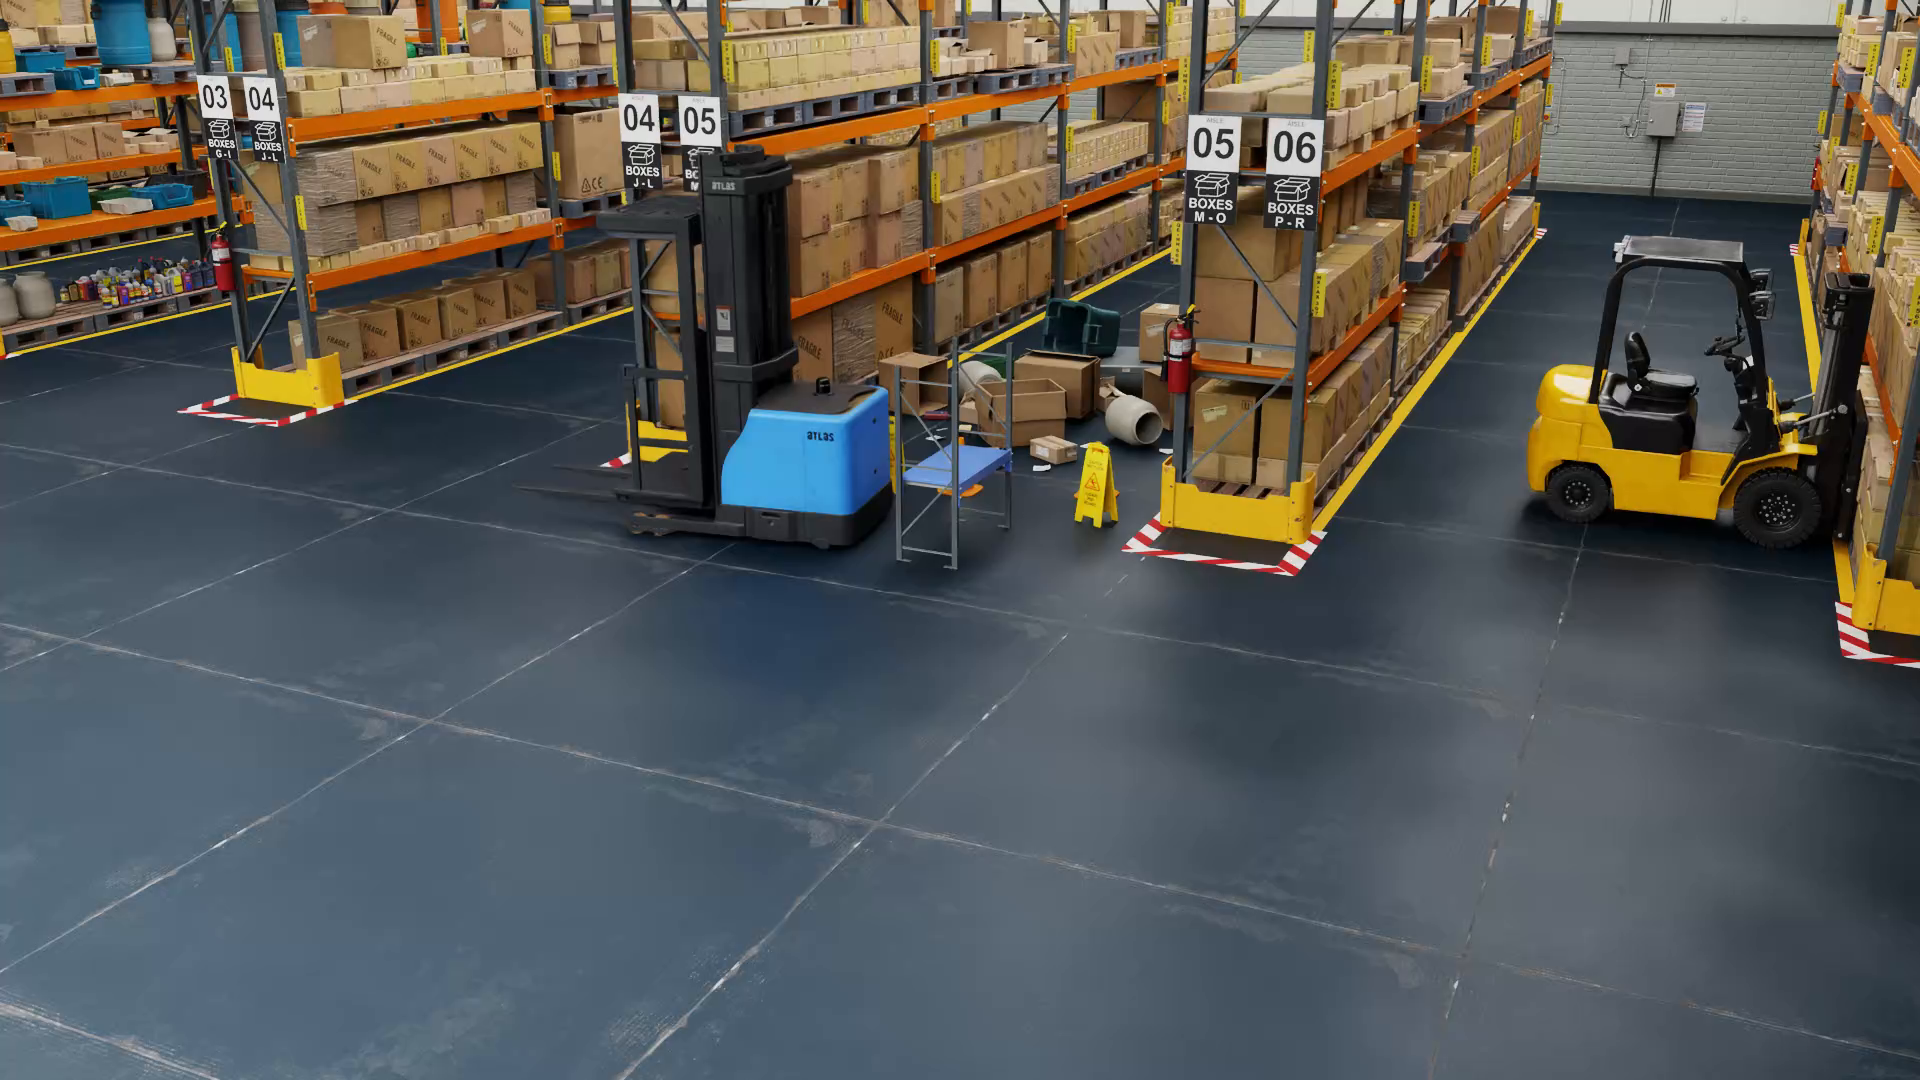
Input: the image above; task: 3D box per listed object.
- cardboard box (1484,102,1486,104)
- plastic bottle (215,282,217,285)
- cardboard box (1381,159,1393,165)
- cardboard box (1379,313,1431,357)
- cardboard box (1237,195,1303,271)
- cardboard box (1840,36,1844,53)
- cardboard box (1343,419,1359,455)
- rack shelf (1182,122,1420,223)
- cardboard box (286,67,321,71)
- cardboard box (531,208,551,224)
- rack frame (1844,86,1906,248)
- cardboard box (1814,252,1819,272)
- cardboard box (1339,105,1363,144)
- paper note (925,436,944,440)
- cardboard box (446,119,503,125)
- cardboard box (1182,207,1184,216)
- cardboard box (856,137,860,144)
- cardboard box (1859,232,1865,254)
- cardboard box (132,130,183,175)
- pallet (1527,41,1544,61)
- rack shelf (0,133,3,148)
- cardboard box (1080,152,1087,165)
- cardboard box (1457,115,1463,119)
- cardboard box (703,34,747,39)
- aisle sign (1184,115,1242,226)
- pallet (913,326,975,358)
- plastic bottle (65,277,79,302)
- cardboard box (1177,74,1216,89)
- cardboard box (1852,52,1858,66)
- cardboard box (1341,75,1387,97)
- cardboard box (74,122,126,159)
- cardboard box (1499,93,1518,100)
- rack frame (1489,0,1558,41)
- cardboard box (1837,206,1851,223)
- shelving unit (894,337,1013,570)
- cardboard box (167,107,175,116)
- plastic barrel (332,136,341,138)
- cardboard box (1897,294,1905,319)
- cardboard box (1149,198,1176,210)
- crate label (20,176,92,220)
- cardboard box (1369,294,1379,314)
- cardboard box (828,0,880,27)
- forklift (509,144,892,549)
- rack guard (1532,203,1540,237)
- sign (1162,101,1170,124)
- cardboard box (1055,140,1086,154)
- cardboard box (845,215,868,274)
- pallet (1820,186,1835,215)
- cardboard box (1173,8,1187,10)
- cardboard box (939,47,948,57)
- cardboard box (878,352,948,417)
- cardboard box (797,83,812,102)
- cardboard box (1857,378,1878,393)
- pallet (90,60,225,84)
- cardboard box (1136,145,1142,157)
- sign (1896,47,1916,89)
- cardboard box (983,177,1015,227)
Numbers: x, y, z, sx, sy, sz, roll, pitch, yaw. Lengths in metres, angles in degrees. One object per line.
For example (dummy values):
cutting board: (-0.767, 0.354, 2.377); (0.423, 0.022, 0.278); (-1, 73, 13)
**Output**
cardboard box: (7.224, -6.003, 23.730); (0.500, 0.500, 0.500); (8, 21, 22)
plastic bottle: (-9.664, -3.478, 21.668); (0.061, 0.283, 0.133); (10, 22, 25)
cardboard box: (4.616, -3.882, 18.187); (0.500, 0.500, 0.500); (9, 21, 24)
cardboard box: (4.579, -2.256, 18.132); (0.950, 0.372, 0.625); (9, 22, 24)
cardboard box: (2.378, -2.478, 13.376); (0.700, 0.500, 0.500); (9, 21, 23)
cardboard box: (12.615, -6.918, 23.248); (0.500, 0.250, 0.500); (9, 21, 24)
cardboard box: (3.164, -0.915, 14.541); (0.500, 0.250, 0.500); (10, 22, 26)
rack shelf: (2.973, -3.166, 13.992); (1.077, 0.370, 4.000); (9, 21, 23)
cardboard box: (-6.751, -4.740, 16.974); (0.380, 0.149, 0.250); (9, 21, 23)
cardboard box: (-5.069, -3.838, 19.660); (0.380, 0.149, 0.250); (9, 21, 23)
rack frame: (9.960, -3.246, 17.619); (1.000, 3.000, 0.127); (9, 21, 23)
cardboard box: (11.704, -3.698, 22.344); (0.396, 0.266, 0.258); (9, 22, 25)
cardboard box: (2.818, -3.233, 12.886); (0.500, 0.250, 0.500); (8, 21, 22)
paper note: (-0.229, -0.963, 15.632); (0.144, 0.017, 0.142); (18, 26, 41)
cardboard box: (-5.665, -4.618, 19.393); (0.500, 0.500, 0.500); (9, 21, 23)
cardboard box: (3.448, -5.259, 26.464); (0.380, 0.149, 0.250); (8, 21, 22)
cardboard box: (-1.915, -6.375, 26.269); (0.500, 0.500, 0.500); (9, 21, 23)
cardboard box: (8.932, -2.839, 15.952); (0.500, 0.250, 0.500); (9, 21, 23)
cardboard box: (-15.678, -7.516, 32.207); (0.750, 0.750, 0.750); (9, 21, 23)
pallet: (7.913, -7.140, 24.226); (1.003, 0.211, 1.213); (9, 21, 23)
rack shelf: (-17.987, -6.374, 27.489); (1.077, 0.370, 4.000); (9, 21, 23)
cardboard box: (1.469, -5.079, 22.078); (0.380, 0.149, 0.250); (8, 21, 21)
cardboard box: (6.235, -5.259, 21.640); (0.500, 0.500, 0.500); (8, 21, 21)
cardboard box: (-2.158, -4.504, 15.088); (0.380, 0.149, 0.250); (9, 21, 23)
aisle sign: (1.864, -2.726, 12.277); (0.394, 0.787, 0.004); (9, 21, 23)
pallet: (-0.518, -2.284, 19.075); (1.003, 0.211, 1.213); (9, 21, 23)
plastic bottle: (-11.022, -3.107, 20.626); (0.061, 0.283, 0.133); (9, 22, 24)
cardboard box: (3.776, -7.189, 26.621); (0.500, 0.500, 0.500); (10, 22, 25)
cardboard box: (10.584, -5.583, 19.313); (0.380, 0.149, 0.250); (9, 22, 24)
cardboard box: (3.314, -3.760, 13.772); (0.380, 0.149, 0.250); (9, 21, 23)
cardboard box: (-13.319, -6.178, 25.714); (0.500, 0.500, 0.500); (7, 21, 20)
cardboard box: (7.524, -6.114, 23.074); (0.380, 0.149, 0.250); (9, 21, 24)
rack frame: (8.706, -9.198, 25.402); (1.000, 3.000, 0.127); (9, 21, 23)
cardboard box: (9.879, -3.579, 18.304); (0.380, 0.149, 0.250); (9, 21, 24)
shelving unit: (-0.035, -0.681, 12.644); (0.538, 1.500, 1.048); (9, 21, 23)
cardboard box: (-15.410, -8.296, 32.165); (0.380, 0.149, 0.250); (9, 21, 23)
plastic barrel: (-8.698, -5.425, 23.545); (0.433, 0.535, 0.433); (0, 20, 0)
cardboard box: (7.073, -1.693, 12.135); (0.380, 0.149, 0.250); (9, 21, 23)
cardboard box: (3.152, -5.252, 25.999); (0.380, 0.149, 0.250); (8, 21, 21)
crate label: (-10.899, -4.136, 20.069); (0.502, 0.435, 0.616); (9, 21, 23)
cardboard box: (3.525, -2.134, 14.866); (0.380, 0.149, 0.250); (8, 21, 22)
cardboard box: (-1.707, -8.461, 26.882); (0.700, 0.500, 0.500); (7, 21, 20)
forklift: (-2.126, -1.573, 13.019); (3.031, 2.935, 1.130); (6, 20, 15)
rack guard: (8.716, -5.201, 26.847); (1.175, 0.500, 0.348); (9, 21, 23)
sign: (3.018, -6.267, 24.387); (0.100, 0.325, 0.005); (9, 21, 23)
cardboard box: (1.451, -5.205, 21.990); (0.380, 0.149, 0.250); (8, 21, 22)
cardboard box: (-1.439, -2.987, 16.669); (0.875, 0.550, 0.550); (9, 21, 23)
pallet: (11.171, -4.149, 20.445); (1.003, 0.211, 1.213); (9, 21, 23)
cardboard box: (3.400, -8.402, 26.524); (0.380, 0.149, 0.250); (9, 22, 24)
cardboard box: (-0.460, -5.347, 18.497); (0.500, 0.250, 0.500); (8, 21, 22)
cardboard box: (-0.465, -1.559, 16.604); (0.500, 0.500, 0.500); (13, 23, 32)
cardboard box: (-1.557, -4.038, 14.969); (0.380, 0.149, 0.250); (9, 21, 23)
cardboard box: (7.619, -1.137, 13.673); (0.500, 0.250, 0.500); (9, 21, 23)
pallet: (-9.974, -5.833, 20.698); (1.213, 0.211, 1.003); (9, 21, 23)
cardboard box: (2.423, -5.648, 24.123); (0.380, 0.149, 0.250); (9, 21, 23)
sign: (7.823, -3.900, 13.740); (0.100, 0.325, 0.005); (9, 21, 23)
cardboard box: (0.317, -3.984, 19.546); (0.500, 0.500, 0.500); (9, 21, 24)
